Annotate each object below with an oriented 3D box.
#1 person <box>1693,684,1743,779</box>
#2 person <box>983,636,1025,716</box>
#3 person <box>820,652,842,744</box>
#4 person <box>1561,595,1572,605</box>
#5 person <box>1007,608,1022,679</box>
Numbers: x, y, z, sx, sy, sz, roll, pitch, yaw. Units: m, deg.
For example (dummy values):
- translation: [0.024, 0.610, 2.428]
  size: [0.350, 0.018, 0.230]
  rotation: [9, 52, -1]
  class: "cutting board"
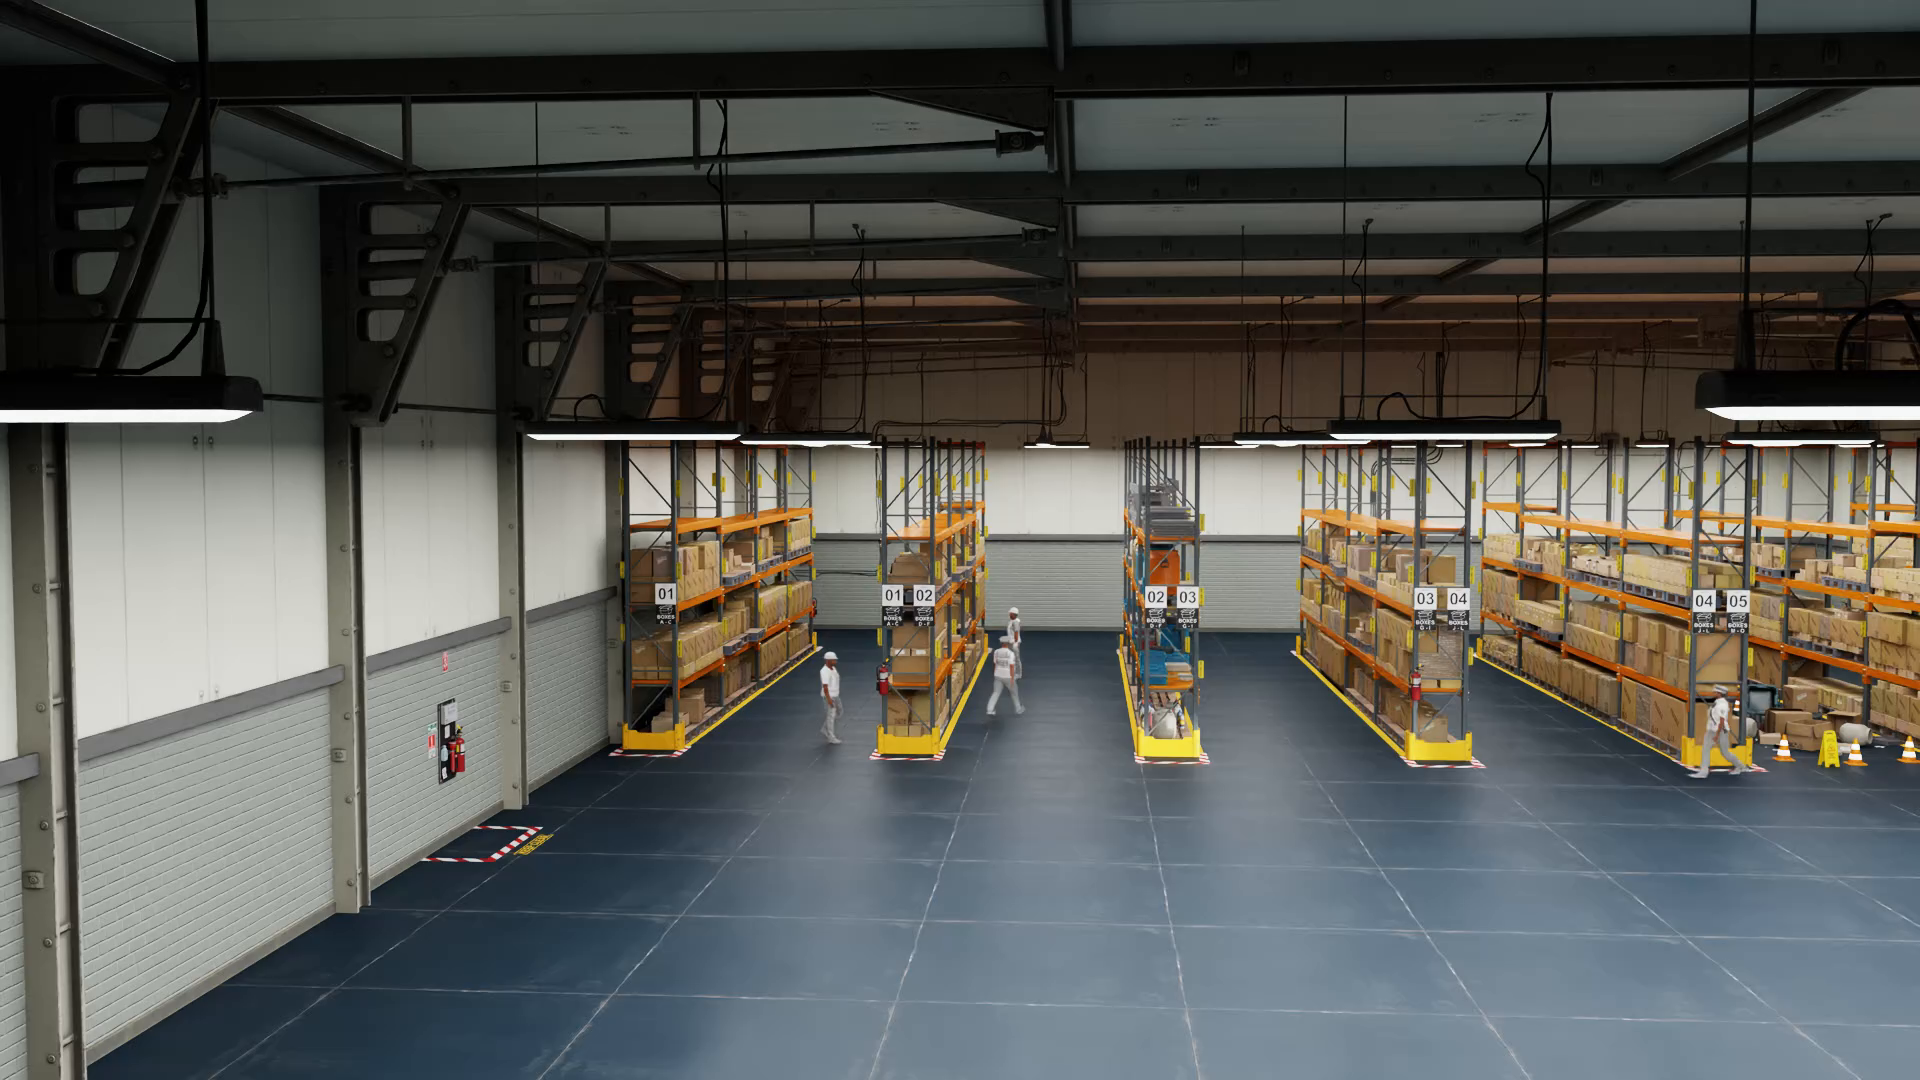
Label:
- translation: [13.261, 3.333, 29.041]
  size: [0.847, 1.662, 0.442]
  rotation: [-2, 3, -29]
  class: "person"
- translation: [0.979, 2.942, 35.892]
  size: [1.005, 1.745, 0.608]
  rotation: [-3, 4, -41]
  class: "person"
- translation: [-2.513, 3.108, 32.663]
  size: [0.571, 1.806, 0.686]
  rotation: [1, 3, 20]
  class: "person"
- translation: [16.916, 2.364, 46.466]
  size: [0.650, 1.672, 1.009]
  rotation: [-2, 4, -34]
  class: "person"
- translation: [1.365, 2.603, 41.749]
  size: [0.367, 1.818, 0.659]
  rotation: [-1, 3, -10]
  class: "person"
